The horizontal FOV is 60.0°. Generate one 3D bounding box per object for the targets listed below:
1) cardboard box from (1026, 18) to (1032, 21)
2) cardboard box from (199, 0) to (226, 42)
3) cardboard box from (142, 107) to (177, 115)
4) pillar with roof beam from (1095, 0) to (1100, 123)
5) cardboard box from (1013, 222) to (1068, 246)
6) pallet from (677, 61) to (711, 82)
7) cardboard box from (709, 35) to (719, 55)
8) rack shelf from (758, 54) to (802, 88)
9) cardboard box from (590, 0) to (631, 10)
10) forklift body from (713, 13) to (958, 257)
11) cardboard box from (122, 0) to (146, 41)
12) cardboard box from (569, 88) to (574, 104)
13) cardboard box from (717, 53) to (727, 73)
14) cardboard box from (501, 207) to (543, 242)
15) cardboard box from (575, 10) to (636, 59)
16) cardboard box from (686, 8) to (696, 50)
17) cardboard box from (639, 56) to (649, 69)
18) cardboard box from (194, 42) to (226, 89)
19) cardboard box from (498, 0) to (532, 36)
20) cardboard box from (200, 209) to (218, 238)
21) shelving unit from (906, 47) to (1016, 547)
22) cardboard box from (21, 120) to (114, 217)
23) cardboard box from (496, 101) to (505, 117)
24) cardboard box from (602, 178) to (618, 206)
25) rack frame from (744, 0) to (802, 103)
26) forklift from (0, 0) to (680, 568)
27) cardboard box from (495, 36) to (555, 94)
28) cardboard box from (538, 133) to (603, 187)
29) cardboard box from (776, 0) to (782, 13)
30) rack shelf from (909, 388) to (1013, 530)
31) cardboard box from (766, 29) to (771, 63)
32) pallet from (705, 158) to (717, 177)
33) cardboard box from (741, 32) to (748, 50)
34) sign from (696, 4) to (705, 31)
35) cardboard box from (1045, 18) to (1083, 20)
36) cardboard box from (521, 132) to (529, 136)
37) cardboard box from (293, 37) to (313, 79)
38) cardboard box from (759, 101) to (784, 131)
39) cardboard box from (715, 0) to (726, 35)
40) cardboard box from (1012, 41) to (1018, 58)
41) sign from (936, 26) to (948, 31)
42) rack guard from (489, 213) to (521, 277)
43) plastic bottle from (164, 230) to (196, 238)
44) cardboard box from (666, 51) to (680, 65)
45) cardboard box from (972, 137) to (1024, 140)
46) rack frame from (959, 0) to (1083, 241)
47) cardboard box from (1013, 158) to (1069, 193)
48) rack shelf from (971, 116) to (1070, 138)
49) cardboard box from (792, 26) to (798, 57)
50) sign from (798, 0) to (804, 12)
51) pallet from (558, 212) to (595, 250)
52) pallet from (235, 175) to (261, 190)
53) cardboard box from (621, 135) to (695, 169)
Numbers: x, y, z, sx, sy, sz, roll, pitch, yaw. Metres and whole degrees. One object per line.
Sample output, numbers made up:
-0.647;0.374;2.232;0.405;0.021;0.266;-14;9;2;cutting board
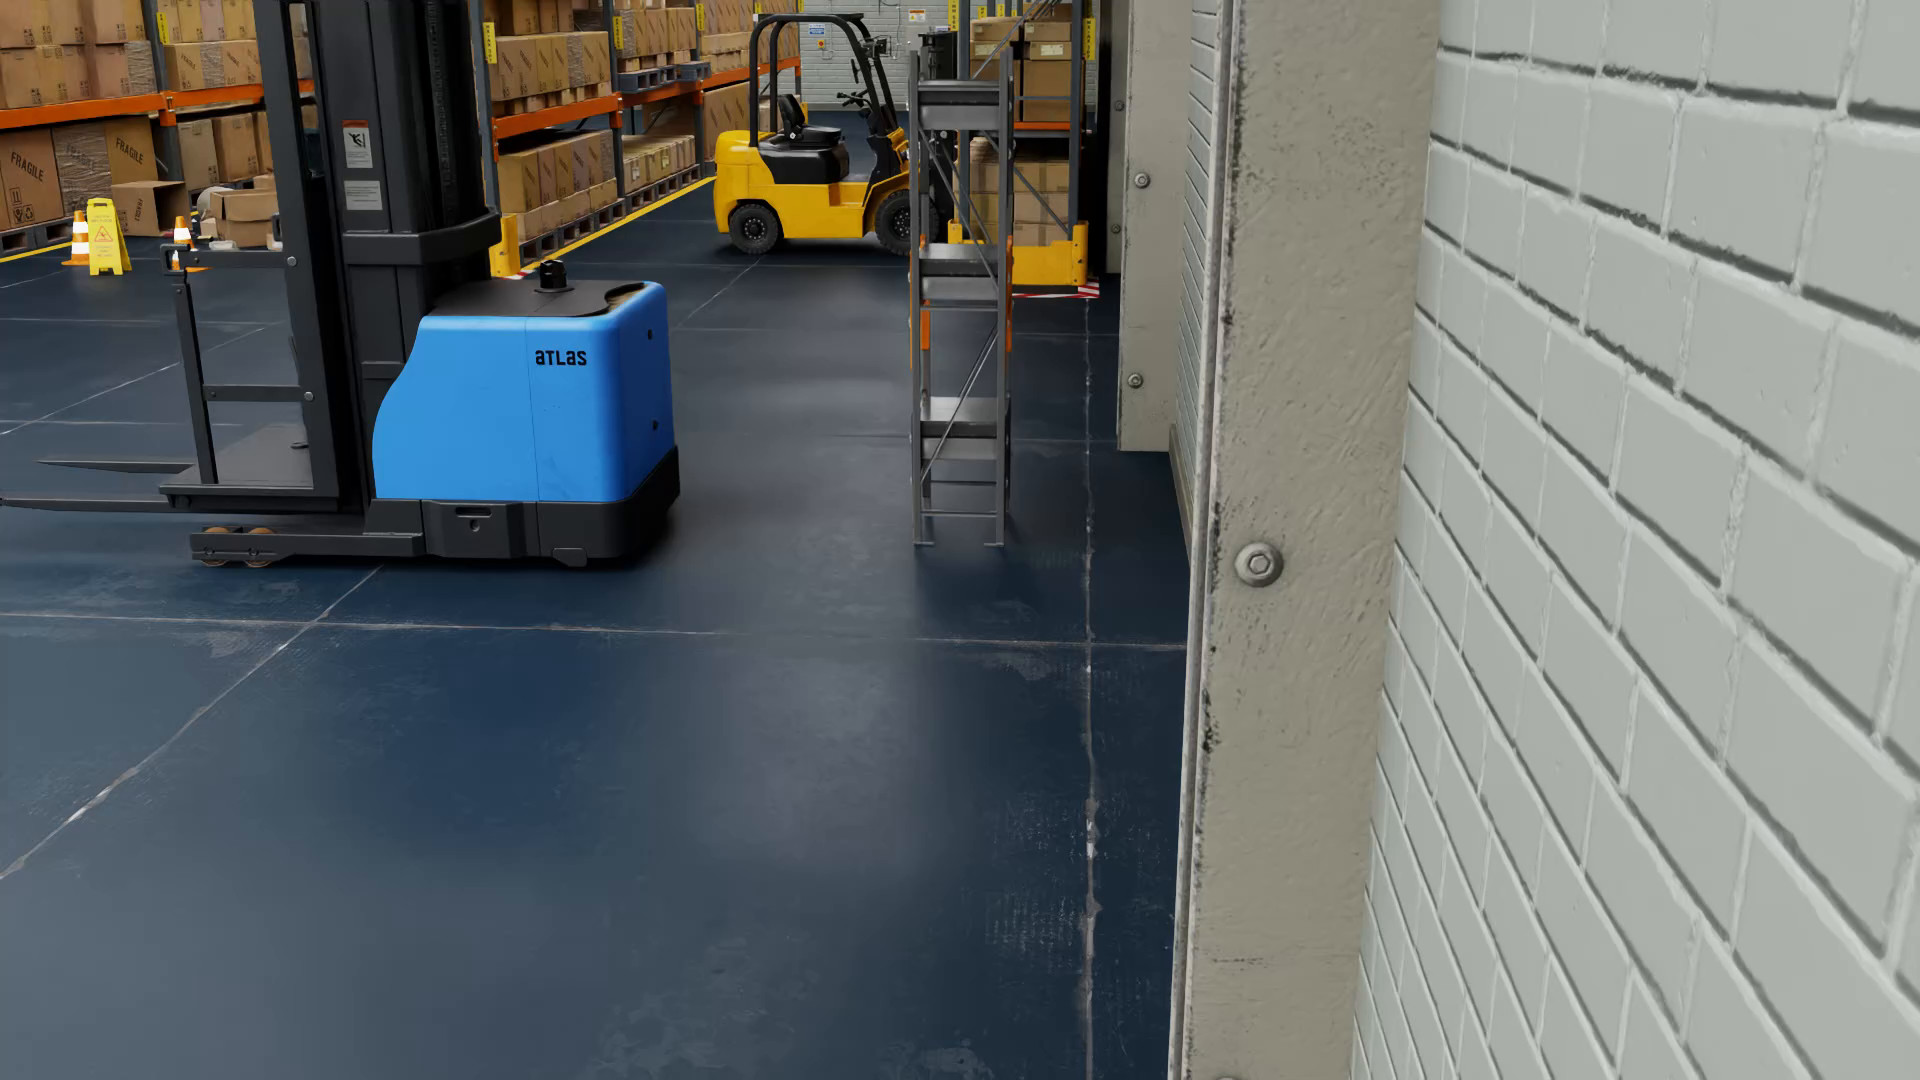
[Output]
0.522;-5.114;16.532;0.380;0.149;0.250;1;18;3;cardboard box
-9.016;-6.054;19.316;0.700;0.500;0.500;1;18;4;cardboard box
-13.356;-7.080;26.951;0.875;0.875;0.875;1;18;4;cardboard box
-1.562;-12.363;30.701;9.100;9.000;0.400;1;18;4;pillar with roof beam
0.722;-2.670;14.497;0.500;0.250;0.500;1;18;4;cardboard box
-3.830;-5.909;20.946;1.213;0.211;1.003;1;18;4;pallet
-3.565;-6.702;22.498;0.500;0.250;0.500;2;18;5;cardboard box
-3.455;-7.745;27.398;1.077;0.370;4.000;1;18;4;rack shelf
-3.786;-5.816;18.001;0.380;0.149;0.250;1;18;4;cardboard box
-1.192;-3.856;15.736;2.313;2.155;1.214;1;18;4;forklift body
-9.178;-5.531;17.510;0.875;0.550;0.550;1;18;4;cardboard box
-4.009;-4.361;16.318;0.380;0.149;0.250;1;18;3;cardboard box
-3.537;-6.621;23.054;0.500;0.250;0.500;2;18;6;cardboard box
-4.125;-2.876;15.125;0.500;0.250;0.500;1;18;3;cardboard box
-3.853;-5.509;18.105;0.500;0.500;0.500;2;18;5;cardboard box
-3.641;-6.465;21.022;0.500;0.500;0.500;1;18;2;cardboard box
-3.787;-5.472;19.035;0.380;0.149;0.250;2;18;5;cardboard box
-8.775;-5.422;18.992;0.500;0.500;0.500;1;18;4;cardboard box
-4.488;-5.036;15.731;0.700;0.500;0.500;1;18;4;cardboard box
-7.403;-3.186;16.720;0.396;0.266;0.258;4;19;13;cardboard box
0.012;-1.049;7.253;0.431;2.100;0.503;1;18;4;shelving unit
-9.293;-3.776;16.869;0.875;0.875;0.875;1;18;4;cardboard box
-4.224;-3.799;14.604;0.380;0.149;0.250;2;18;5;cardboard box
-3.947;-3.685;17.592;0.500;0.250;0.500;2;18;6;cardboard box
-3.312;-8.708;29.182;1.000;3.000;0.127;1;18;4;rack frame
-2.861;-1.438;7.104;3.031;2.935;1.130;1;18;3;forklift
-4.079;-4.388;15.359;0.500;0.500;0.500;1;18;3;cardboard box
-3.982;-3.883;16.993;0.500;0.500;0.500;2;18;5;cardboard box
-3.194;-8.603;27.095;0.500;0.500;0.500;1;18;4;cardboard box
0.012;-0.371;7.475;0.431;0.518;0.480;1;18;4;rack shelf
-3.264;-7.810;26.279;0.500;0.500;0.500;1;18;4;cardboard box
-3.754;-5.142;22.776;1.003;0.211;1.213;1;18;4;pallet
-3.416;-7.334;24.427;0.500;0.250;0.500;2;18;5;cardboard box
-3.344;-6.727;21.403;0.100;0.325;0.005;1;18;4;sign
0.998;-4.944;16.014;0.380;0.149;0.250;1;18;3;cardboard box
-4.588;-4.164;16.810;0.380;0.149;0.250;2;18;6;cardboard box
-8.595;-6.204;21.380;0.500;0.500;0.500;1;18;4;cardboard box
-3.383;-6.919;27.161;0.875;0.438;0.875;1;18;2;cardboard box
-3.528;-7.209;22.839;0.500;0.500;0.500;2;18;5;cardboard box
0.306;-4.258;14.399;0.380;0.149;0.250;2;18;5;cardboard box
-0.339;-10.376;34.424;0.329;0.494;0.001;1;18;4;sign
-4.454;-2.575;14.478;1.175;0.500;0.348;1;18;4;rack guard
-7.826;-3.073;16.703;0.283;0.061;0.133;-5;19;-15;plastic bottle
-3.627;-5.869;20.245;0.380;0.149;0.250;2;18;5;cardboard box
0.384;-3.938;16.759;0.500;0.250;0.500;1;18;4;cardboard box
0.492;-3.629;13.682;1.000;3.000;0.127;1;18;4;rack frame
0.715;-3.142;14.332;0.500;0.250;0.500;1;18;3;cardboard box
0.636;-4.002;15.659;0.919;0.124;3.809;1;18;4;rack shelf
-3.083;-8.600;28.691;0.500;0.500;0.500;1;18;4;cardboard box
-2.772;-9.355;28.915;0.100;0.325;0.005;1;18;4;sign
-4.270;-3.067;16.444;1.003;0.211;1.213;1;18;4;pallet
-9.052;-4.357;20.380;1.003;0.211;1.213;1;18;4;pallet
-3.936;-4.999;21.408;0.950;0.372;0.625;0;18;0;cardboard box
